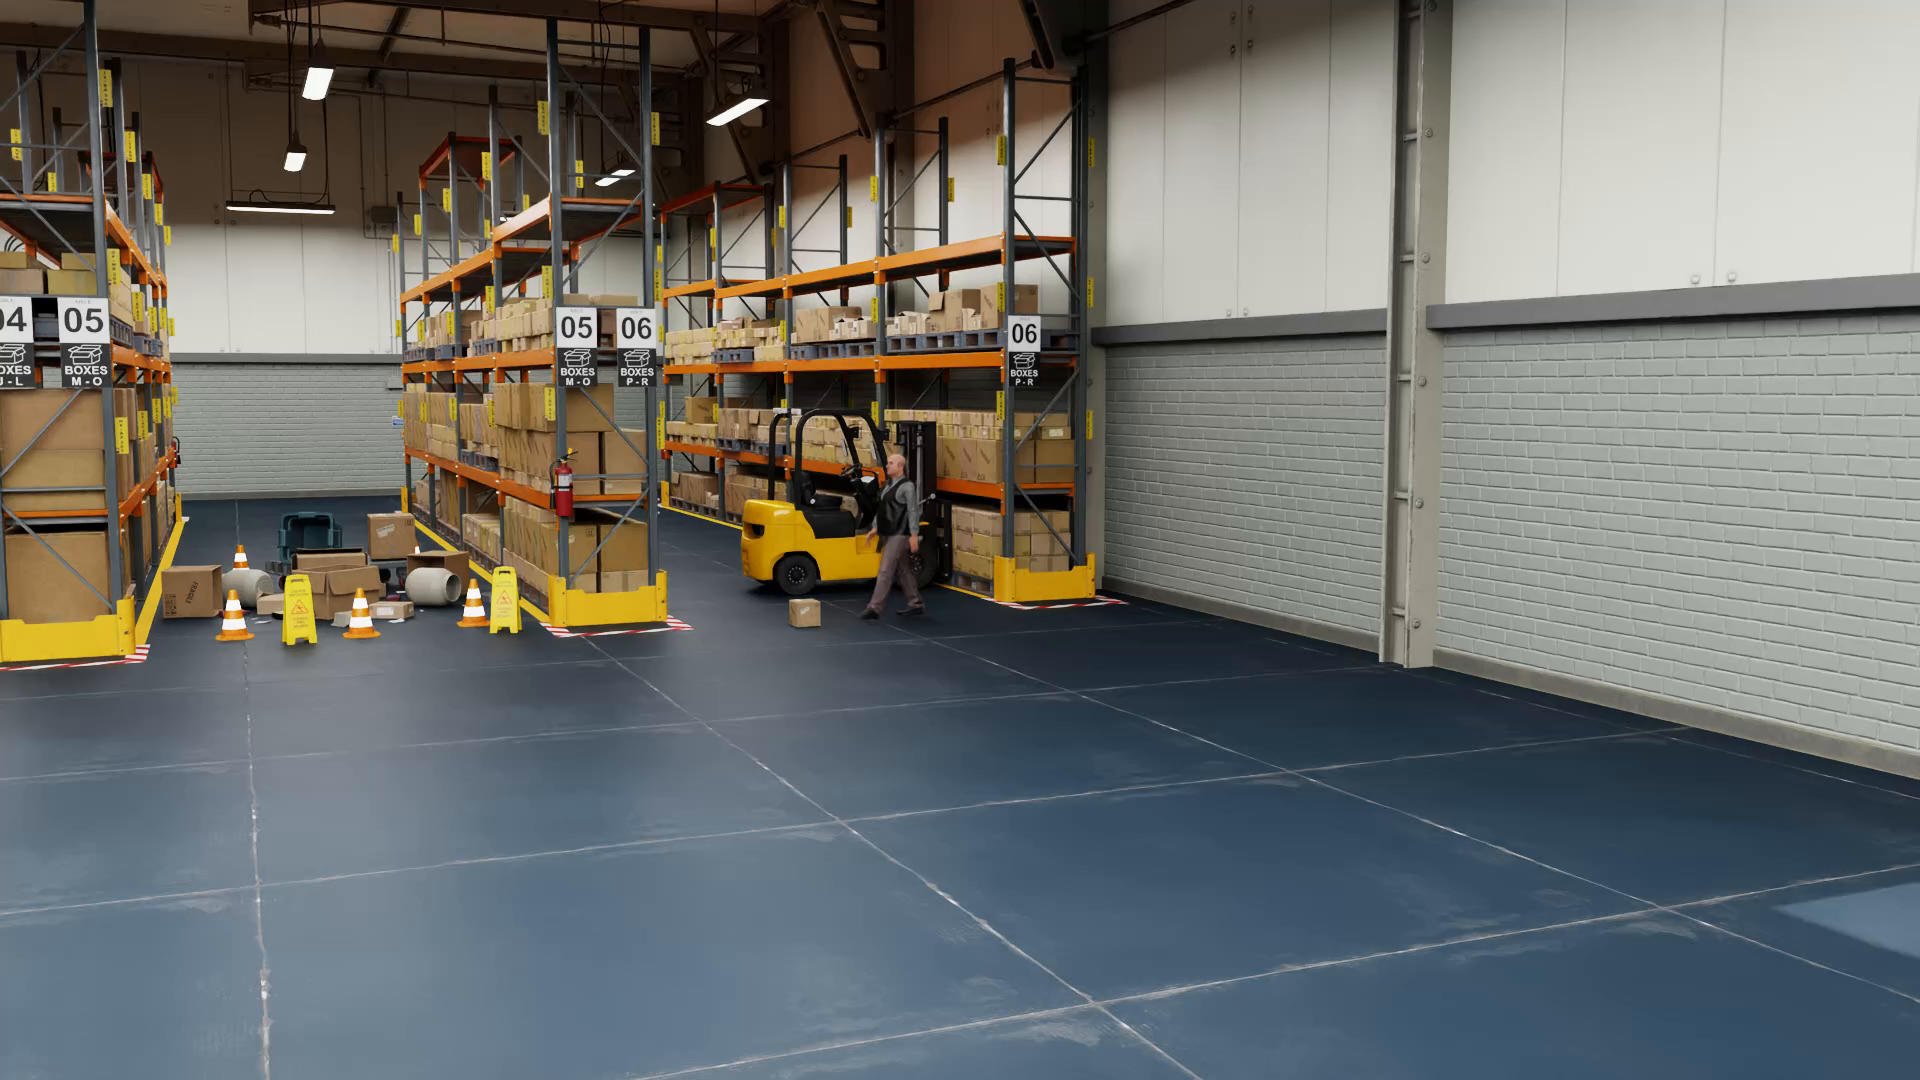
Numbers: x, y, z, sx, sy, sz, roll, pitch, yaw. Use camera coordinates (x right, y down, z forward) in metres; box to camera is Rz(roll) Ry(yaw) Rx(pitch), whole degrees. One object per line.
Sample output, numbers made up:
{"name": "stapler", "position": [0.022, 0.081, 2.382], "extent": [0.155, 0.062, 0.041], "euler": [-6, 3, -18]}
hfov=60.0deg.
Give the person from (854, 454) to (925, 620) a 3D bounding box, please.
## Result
{"name": "person", "position": [-0.757, -0.038, 17.105], "extent": [0.886, 1.684, 0.546], "euler": [-2, 6, -25]}
